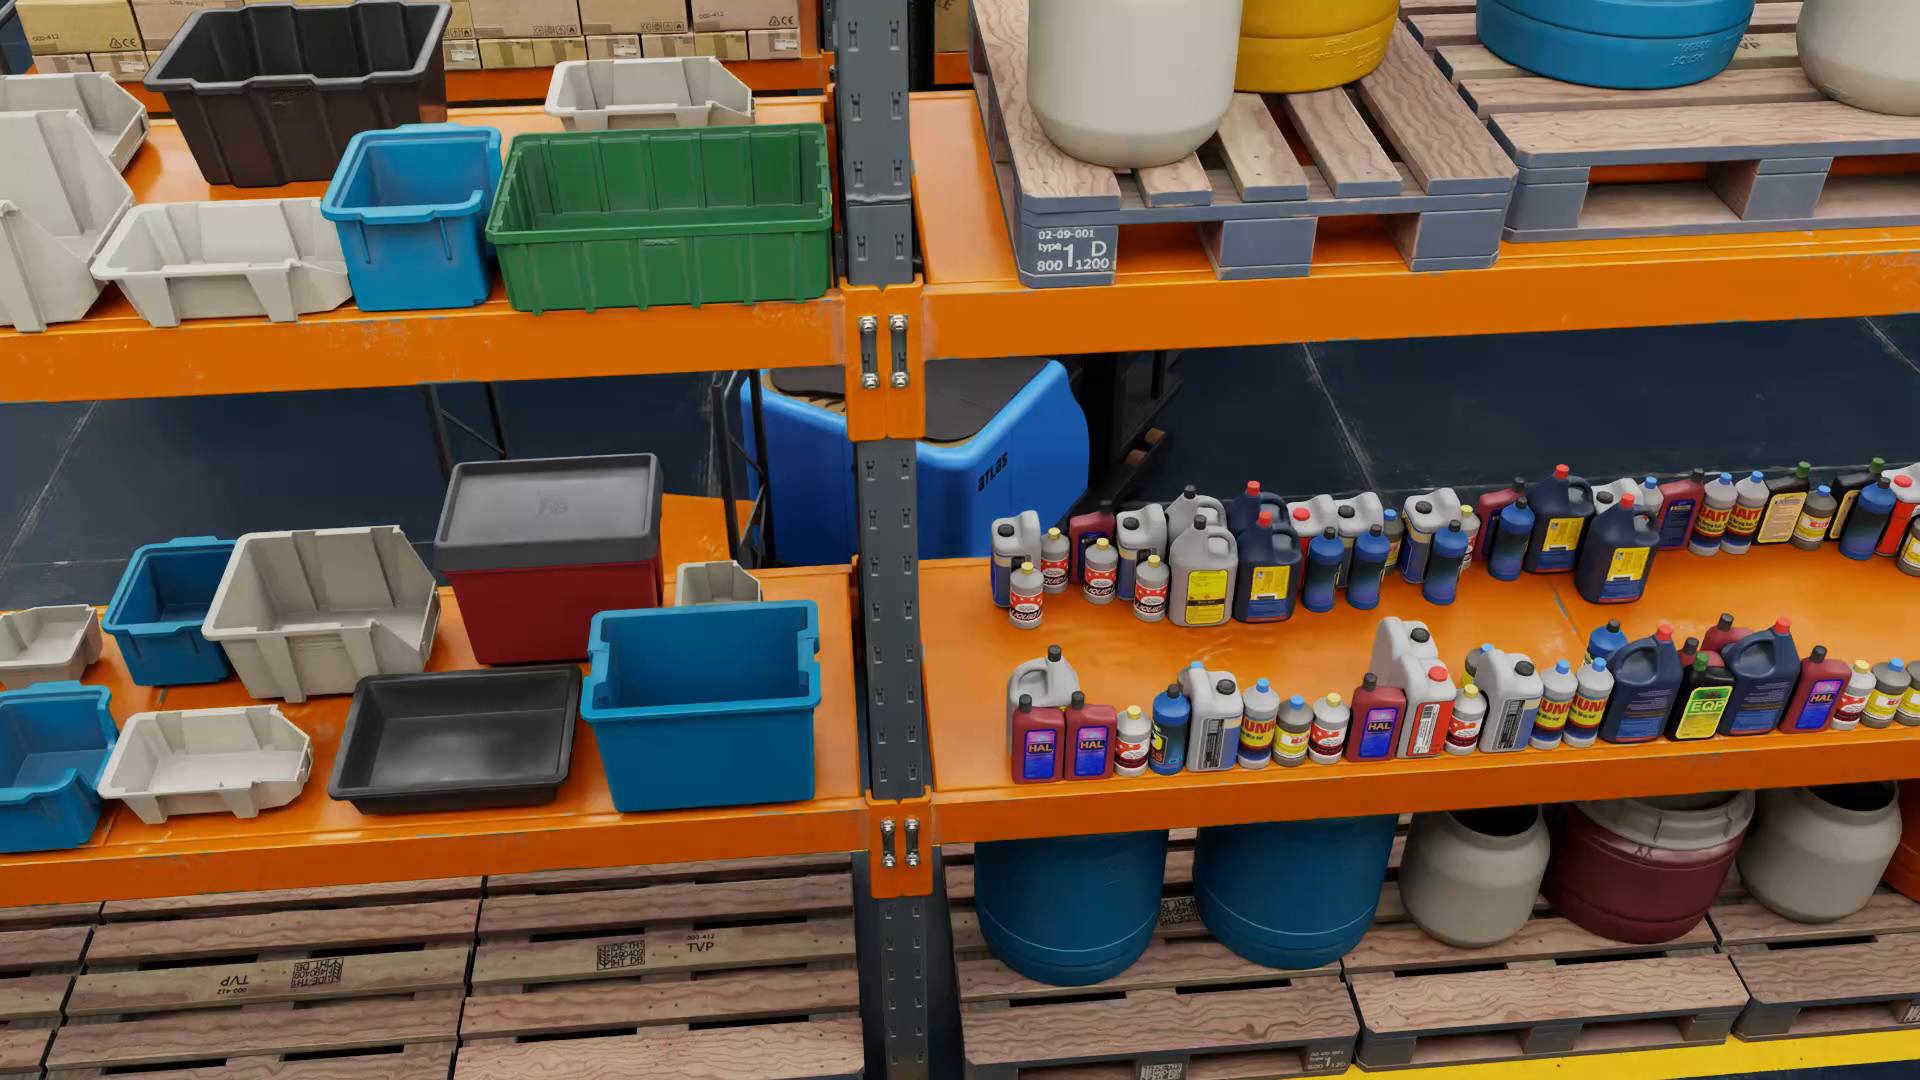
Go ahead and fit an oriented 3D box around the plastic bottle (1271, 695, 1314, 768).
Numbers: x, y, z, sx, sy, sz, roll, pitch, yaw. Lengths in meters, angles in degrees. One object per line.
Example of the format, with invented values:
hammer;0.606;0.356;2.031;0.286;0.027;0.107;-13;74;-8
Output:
plastic bottle;0.873;0.492;4.365;0.097;0.201;0.097;0;38;0

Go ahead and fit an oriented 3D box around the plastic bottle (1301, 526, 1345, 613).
plastic bottle;1.058;0.077;4.835;0.097;0.271;0.097;0;38;0

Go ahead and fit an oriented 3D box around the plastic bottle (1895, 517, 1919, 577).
plastic bottle;2.892;0.004;4.984;0.097;0.201;0.097;0;38;0

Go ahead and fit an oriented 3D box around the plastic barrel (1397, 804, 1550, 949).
plastic barrel;1.617;0.997;5.234;0.421;0.512;0.421;0;38;0

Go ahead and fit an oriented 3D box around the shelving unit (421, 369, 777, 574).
shelving unit;-1.284;-0.113;6.182;1.083;1.500;0.587;5;39;6

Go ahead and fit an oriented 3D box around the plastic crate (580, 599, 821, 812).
plastic crate;-0.636;0.438;4.237;0.575;0.384;0.392;-3;38;-4

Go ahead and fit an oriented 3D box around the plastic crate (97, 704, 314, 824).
plastic crate;-1.909;0.580;4.257;0.466;0.136;0.293;-3;38;-4

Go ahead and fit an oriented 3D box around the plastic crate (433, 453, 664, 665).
plastic crate;-1.113;0.065;4.646;0.583;0.464;0.402;-3;38;-4

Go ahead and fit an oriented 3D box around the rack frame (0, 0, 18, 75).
rack frame;-4.625;-2.617;8.145;0.127;3.000;1.000;-3;38;-4

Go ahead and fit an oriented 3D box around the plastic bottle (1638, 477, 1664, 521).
plastic bottle;2.055;-0.072;5.024;0.097;0.271;0.097;0;38;0

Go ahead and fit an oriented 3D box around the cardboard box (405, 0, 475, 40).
cardboard box;-2.585;-2.624;8.036;0.500;0.250;0.500;-4;38;-5

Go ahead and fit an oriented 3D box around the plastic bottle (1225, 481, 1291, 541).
plastic bottle;0.869;-0.024;4.898;0.185;0.351;0.144;-3;38;-4

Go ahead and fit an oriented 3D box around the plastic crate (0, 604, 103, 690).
plastic crate;-2.531;0.297;4.616;0.250;0.136;0.298;-3;38;-4

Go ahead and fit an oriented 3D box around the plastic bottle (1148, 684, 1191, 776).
plastic bottle;0.545;0.483;4.320;0.097;0.271;0.097;0;38;0

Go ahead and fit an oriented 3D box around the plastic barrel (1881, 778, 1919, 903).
plastic barrel;3.297;0.724;5.323;0.708;0.830;0.600;-3;38;-4

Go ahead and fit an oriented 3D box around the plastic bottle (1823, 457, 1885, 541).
plastic bottle;2.725;-0.125;5.081;0.133;0.283;0.061;-3;38;-4

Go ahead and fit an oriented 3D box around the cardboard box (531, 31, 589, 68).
cardboard box;-1.940;-2.462;8.152;0.250;0.149;0.380;-2;38;-3

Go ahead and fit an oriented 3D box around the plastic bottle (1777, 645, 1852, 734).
plastic bottle;2.279;0.394;4.423;0.133;0.283;0.061;-3;38;-4

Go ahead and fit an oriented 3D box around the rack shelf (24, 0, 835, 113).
rack shelf;-2.632;-2.444;8.507;4.000;0.370;1.077;-3;38;-4

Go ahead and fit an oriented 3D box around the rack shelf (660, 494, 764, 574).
rack shelf;-1.275;0.029;6.292;1.000;0.185;0.538;5;39;6

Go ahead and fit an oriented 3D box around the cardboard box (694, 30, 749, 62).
cardboard box;-1.172;-2.505;8.206;0.250;0.149;0.380;-2;38;-3

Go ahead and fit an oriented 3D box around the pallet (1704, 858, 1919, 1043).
pallet;3.001;1.164;5.605;1.213;0.211;1.003;-3;38;-4

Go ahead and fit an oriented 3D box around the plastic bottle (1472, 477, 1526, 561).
plastic bottle;1.620;-0.064;5.004;0.133;0.283;0.061;-3;38;-4

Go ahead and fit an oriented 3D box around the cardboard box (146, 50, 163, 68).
cardboard box;-3.731;-2.364;8.027;0.250;0.149;0.380;-4;38;-5

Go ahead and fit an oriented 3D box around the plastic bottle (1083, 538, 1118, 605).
plastic bottle;0.414;0.083;4.883;0.097;0.201;0.097;0;38;0

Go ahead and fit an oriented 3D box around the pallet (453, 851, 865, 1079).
pallet;-0.931;1.378;5.333;1.213;0.211;1.003;-3;38;-4

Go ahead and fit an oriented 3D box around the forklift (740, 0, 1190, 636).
forklift;0.325;-1.527;6.819;1.130;2.935;3.031;20;42;23

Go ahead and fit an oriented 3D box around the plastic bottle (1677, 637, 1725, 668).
plastic bottle;1.957;0.374;4.449;0.133;0.283;0.061;-3;38;-4

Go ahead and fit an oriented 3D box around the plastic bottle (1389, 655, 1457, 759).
plastic bottle;1.215;0.427;4.387;0.135;0.276;0.152;-3;38;-4

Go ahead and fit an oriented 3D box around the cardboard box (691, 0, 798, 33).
cardboard box;-1.057;-2.708;8.142;0.500;0.250;0.500;-4;38;-5

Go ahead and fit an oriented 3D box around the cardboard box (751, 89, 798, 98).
cardboard box;-1.305;-2.180;8.968;0.875;0.875;0.875;-3;38;-4

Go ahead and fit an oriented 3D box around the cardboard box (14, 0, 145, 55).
cardboard box;-4.123;-2.535;7.922;0.500;0.250;0.500;-4;38;-5

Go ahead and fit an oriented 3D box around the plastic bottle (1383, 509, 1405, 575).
plastic bottle;1.276;-0.002;4.991;0.097;0.201;0.097;0;38;0

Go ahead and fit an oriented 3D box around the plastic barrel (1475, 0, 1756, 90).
plastic barrel;1.485;-1.508;3.574;0.708;0.901;0.600;-3;38;-4

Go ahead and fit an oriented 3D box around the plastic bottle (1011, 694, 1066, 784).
plastic bottle;0.201;0.508;4.278;0.133;0.283;0.061;-3;38;-4

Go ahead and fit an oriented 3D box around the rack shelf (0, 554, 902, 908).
rack shelf;-2.194;0.612;4.634;4.000;0.370;1.077;-3;38;-4

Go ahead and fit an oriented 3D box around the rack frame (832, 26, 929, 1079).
rack frame;-0.202;0.219;4.550;0.127;3.000;1.000;-3;38;-4

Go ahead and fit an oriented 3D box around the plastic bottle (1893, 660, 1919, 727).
plastic bottle;2.586;0.398;4.485;0.097;0.201;0.097;0;38;0

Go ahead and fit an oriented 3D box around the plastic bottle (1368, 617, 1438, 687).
plastic bottle;1.202;0.333;4.506;0.135;0.276;0.152;-3;38;-4

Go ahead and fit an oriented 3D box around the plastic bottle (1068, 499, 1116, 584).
plastic bottle;0.389;0.003;4.918;0.133;0.283;0.061;-3;38;-4

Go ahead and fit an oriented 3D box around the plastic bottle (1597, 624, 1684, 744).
plastic bottle;1.800;0.368;4.402;0.185;0.351;0.144;-3;38;-4

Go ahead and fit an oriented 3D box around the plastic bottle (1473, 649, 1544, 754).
plastic bottle;1.447;0.414;4.403;0.135;0.276;0.152;-3;38;-4

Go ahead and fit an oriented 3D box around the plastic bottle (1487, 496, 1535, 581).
plastic bottle;1.645;-0.012;4.947;0.097;0.271;0.097;0;38;0

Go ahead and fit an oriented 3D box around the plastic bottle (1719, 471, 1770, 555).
plastic bottle;2.382;-0.090;5.047;0.097;0.271;0.097;0;38;0

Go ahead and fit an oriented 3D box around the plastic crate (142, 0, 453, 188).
plastic crate;-1.463;-1.008;3.790;0.590;0.269;0.497;-3;38;-4

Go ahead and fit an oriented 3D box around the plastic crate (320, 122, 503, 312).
plastic crate;-1.080;-0.646;3.360;0.300;0.233;0.416;-3;38;-4
